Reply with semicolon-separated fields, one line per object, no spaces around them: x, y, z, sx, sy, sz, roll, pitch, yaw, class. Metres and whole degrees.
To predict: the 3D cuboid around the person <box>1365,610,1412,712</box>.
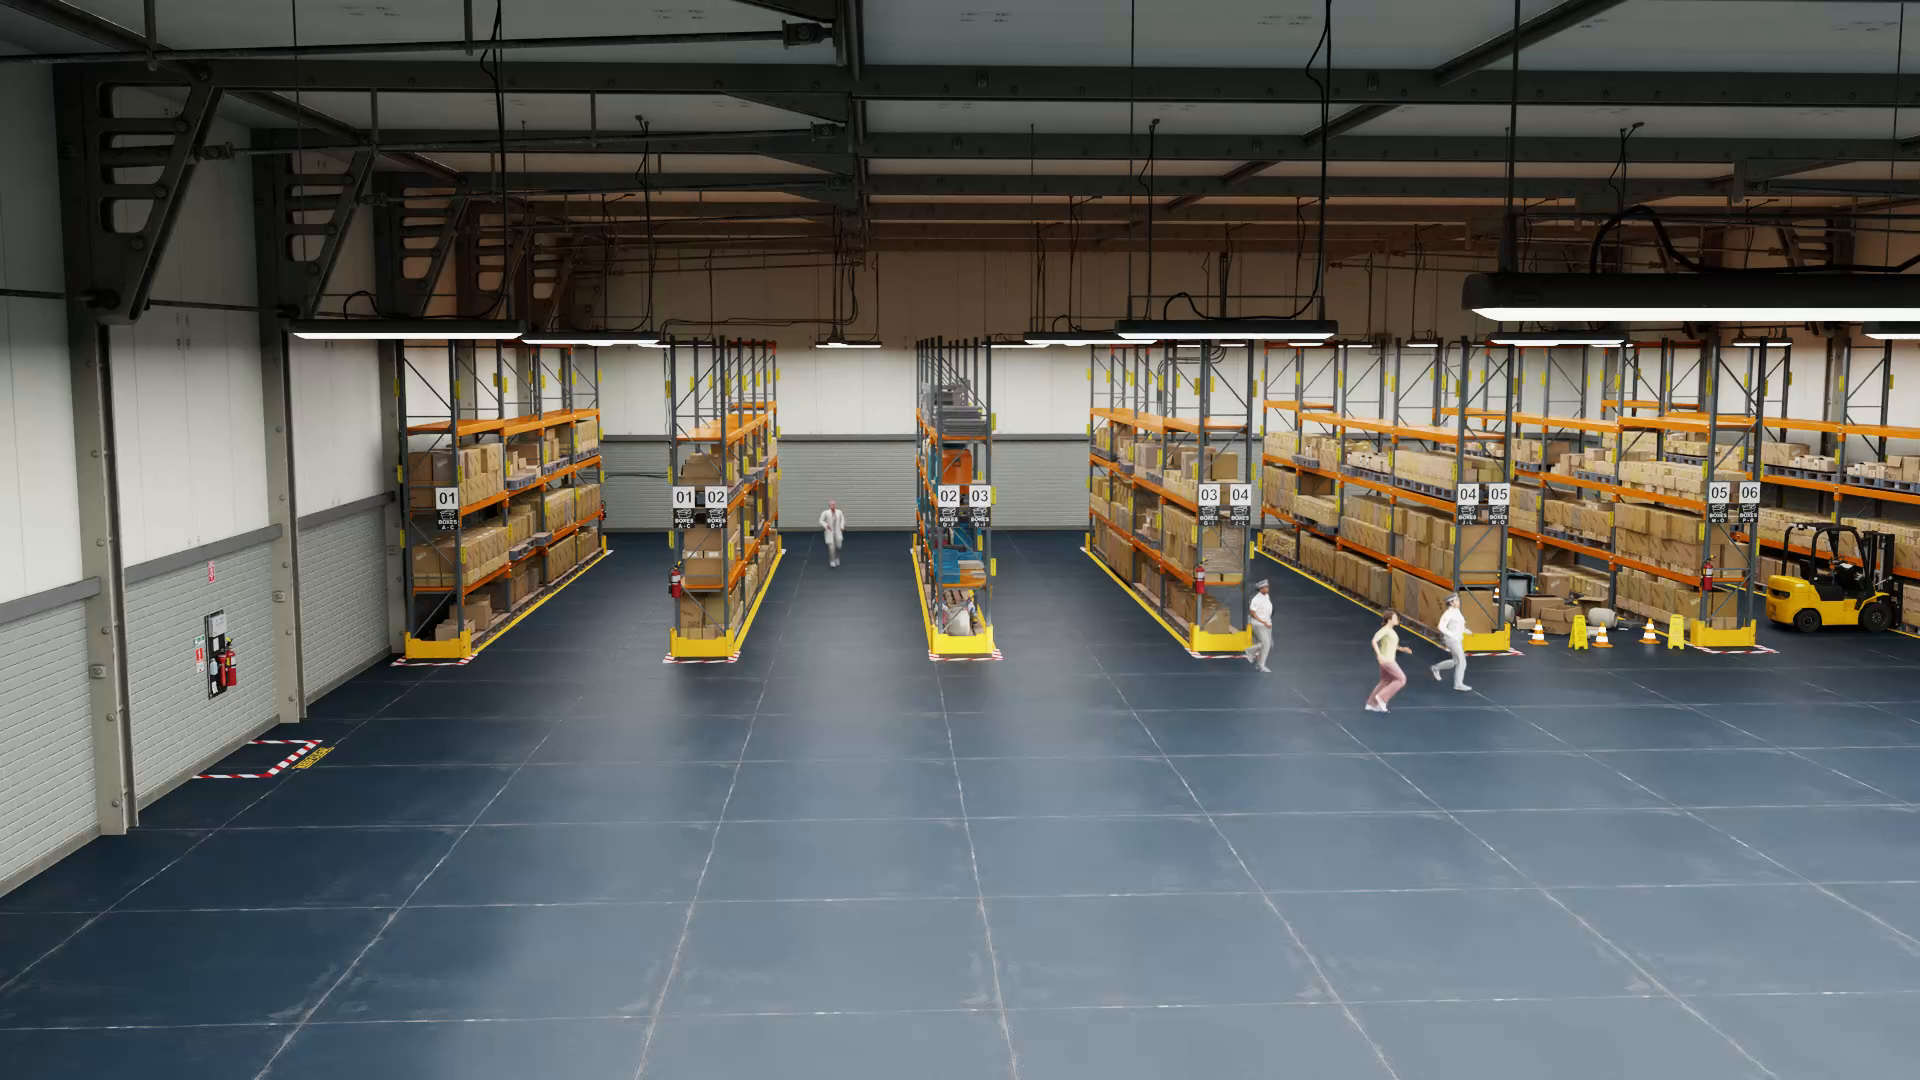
6.778;1.919;26.274;0.688;1.626;0.551;2;7;19;person

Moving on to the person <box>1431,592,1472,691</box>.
8.329;1.700;28.197;0.735;1.656;0.623;4;8;35;person

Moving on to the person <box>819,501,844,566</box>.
-3.375;-0.166;44.214;0.712;1.750;0.652;-2;7;-16;person

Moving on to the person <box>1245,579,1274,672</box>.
5.389;1.526;29.924;0.566;1.655;0.611;5;8;37;person
